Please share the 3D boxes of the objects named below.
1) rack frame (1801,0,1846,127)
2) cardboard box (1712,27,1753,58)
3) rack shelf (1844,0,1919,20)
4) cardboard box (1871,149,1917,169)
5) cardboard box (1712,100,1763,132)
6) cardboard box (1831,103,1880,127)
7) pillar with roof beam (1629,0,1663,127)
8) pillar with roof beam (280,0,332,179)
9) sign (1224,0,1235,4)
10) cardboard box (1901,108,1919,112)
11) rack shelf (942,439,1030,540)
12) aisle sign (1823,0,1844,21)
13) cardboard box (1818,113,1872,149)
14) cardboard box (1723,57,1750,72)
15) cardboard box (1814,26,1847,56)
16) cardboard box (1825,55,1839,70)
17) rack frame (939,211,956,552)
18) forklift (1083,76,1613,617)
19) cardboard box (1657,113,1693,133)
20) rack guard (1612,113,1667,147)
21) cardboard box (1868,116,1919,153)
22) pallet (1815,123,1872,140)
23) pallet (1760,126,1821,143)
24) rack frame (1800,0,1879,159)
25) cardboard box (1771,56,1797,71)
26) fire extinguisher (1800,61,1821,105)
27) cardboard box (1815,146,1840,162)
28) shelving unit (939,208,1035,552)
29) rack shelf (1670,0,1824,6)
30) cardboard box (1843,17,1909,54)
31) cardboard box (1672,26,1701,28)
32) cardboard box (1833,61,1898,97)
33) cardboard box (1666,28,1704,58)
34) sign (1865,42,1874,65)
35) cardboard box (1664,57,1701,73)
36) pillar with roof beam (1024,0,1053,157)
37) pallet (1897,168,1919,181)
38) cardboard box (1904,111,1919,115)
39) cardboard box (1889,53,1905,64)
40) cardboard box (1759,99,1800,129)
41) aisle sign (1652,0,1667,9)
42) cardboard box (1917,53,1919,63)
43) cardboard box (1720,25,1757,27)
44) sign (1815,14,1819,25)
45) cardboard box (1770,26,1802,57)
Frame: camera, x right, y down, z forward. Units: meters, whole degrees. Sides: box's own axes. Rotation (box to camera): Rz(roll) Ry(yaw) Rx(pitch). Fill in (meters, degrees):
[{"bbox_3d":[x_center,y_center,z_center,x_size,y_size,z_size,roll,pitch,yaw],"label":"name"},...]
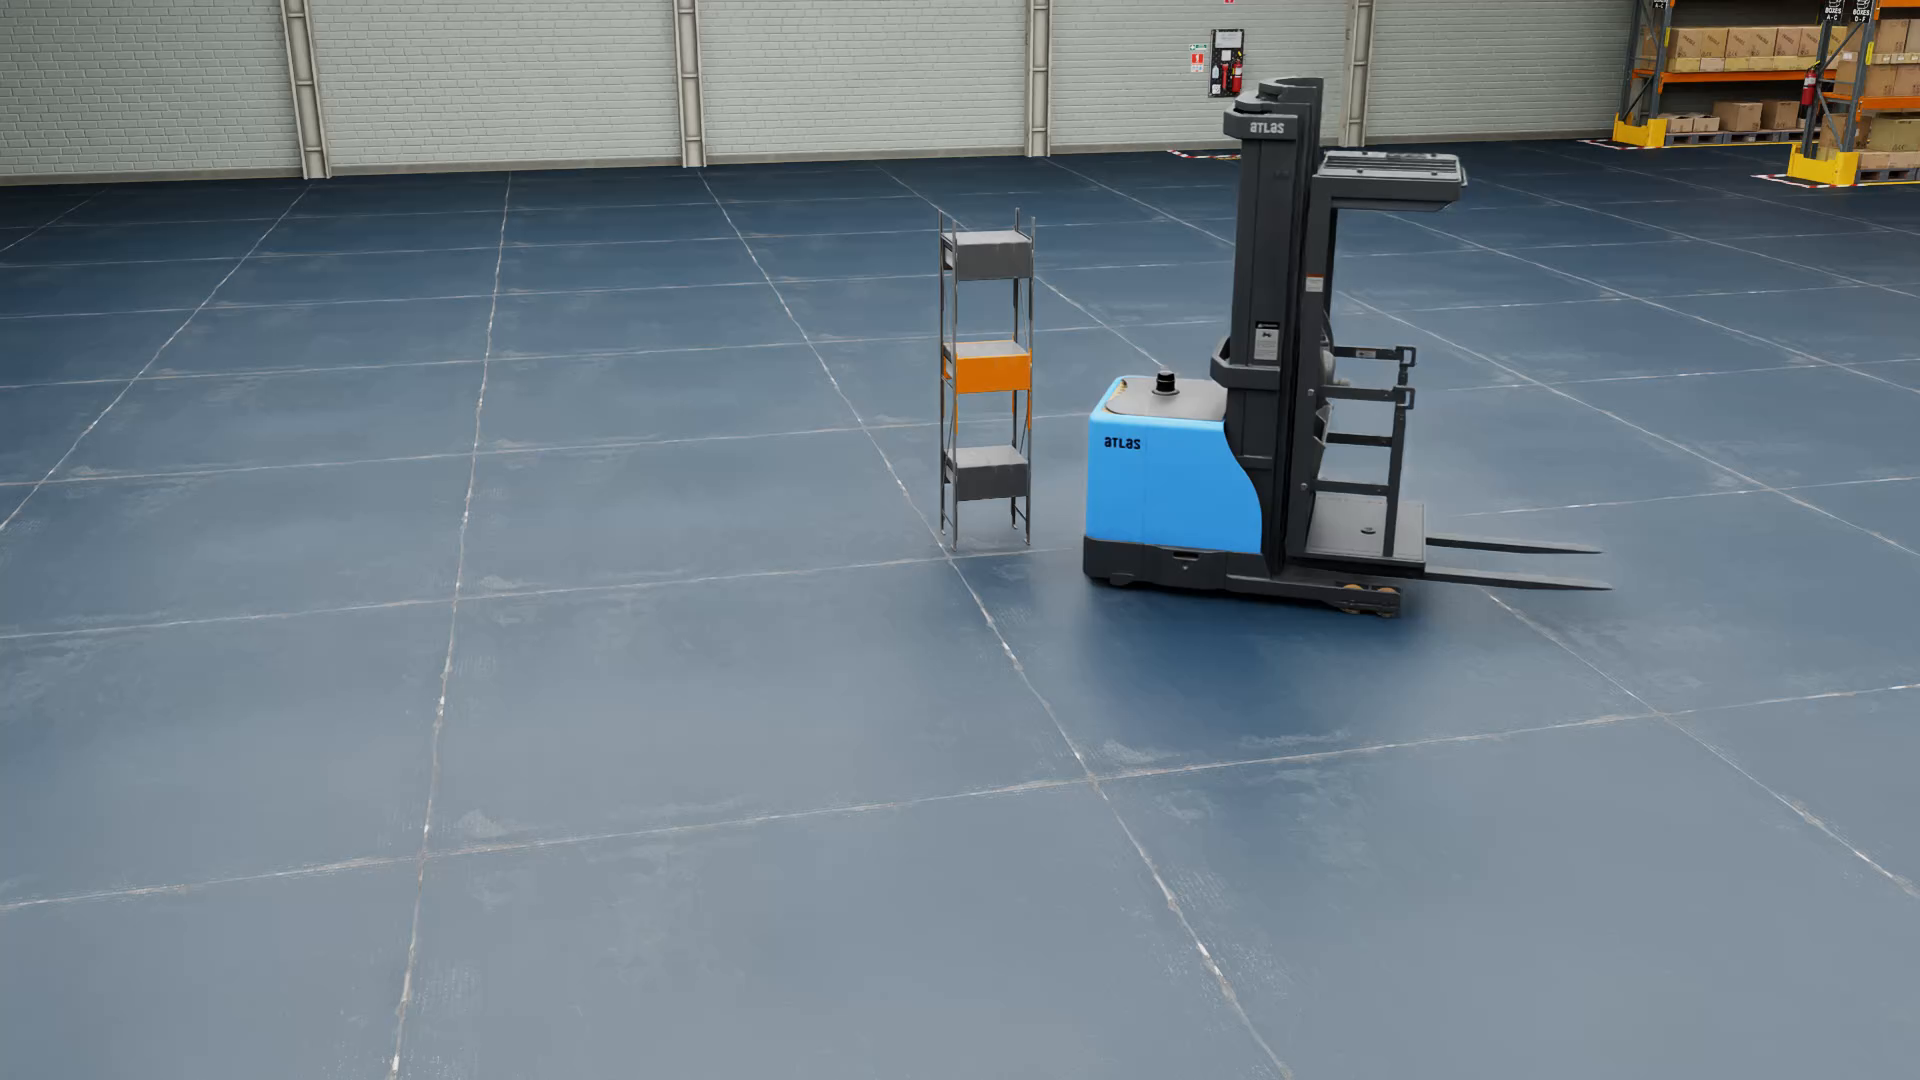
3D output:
[{"bbox_3d":[16.445,-9.111,31.325,0.127,3.000,1.000,-5,21,-12],"label":"rack frame"},{"bbox_3d":[14.074,-9.097,30.386,0.500,0.500,0.500,-5,21,-14],"label":"cardboard box"},{"bbox_3d":[15.642,-8.365,25.975,4.000,0.370,1.077,-5,21,-12],"label":"rack shelf"},{"bbox_3d":[14.755,-6.051,26.360,0.500,0.250,0.500,-5,21,-12],"label":"cardboard box"},{"bbox_3d":[14.527,-7.938,31.118,0.500,0.500,0.700,-6,21,-16],"label":"cardboard box"},{"bbox_3d":[17.158,-8.207,31.854,0.500,0.500,0.700,-4,20,-11],"label":"cardboard box"},{"bbox_3d":[14.025,-10.515,26.437,0.400,9.000,9.100,-5,21,-12],"label":"pillar with roof beam"},{"bbox_3d":[-9.331,-8.615,21.251,0.400,9.000,9.100,-5,21,-12],"label":"pillar with roof beam"},{"bbox_3d":[4.751,-9.603,29.298,0.199,0.298,0.001,-5,21,-12],"label":"sign"},{"bbox_3d":[18.155,-8.292,32.085,0.500,0.500,0.700,-4,21,-12],"label":"cardboard box"},{"bbox_3d":[0.161,-0.329,10.735,0.480,0.518,0.431,-5,21,-12],"label":"rack shelf"},{"bbox_3d":[13.565,-8.450,25.742,0.004,0.787,0.394,-5,21,-12],"label":"aisle sign"},{"bbox_3d":[14.150,-6.537,26.595,0.500,0.500,0.500,-5,21,-12],"label":"cardboard box"},{"bbox_3d":[14.100,-8.750,30.528,0.500,0.250,0.500,-5,21,-13],"label":"cardboard box"},{"bbox_3d":[16.056,-9.261,30.834,0.500,0.500,0.500,-5,21,-13],"label":"cardboard box"},{"bbox_3d":[16.054,-8.911,30.968,0.500,0.250,0.500,-5,21,-12],"label":"cardboard box"},{"bbox_3d":[-0.076,-0.980,10.436,0.015,2.100,0.400,-5,21,-12],"label":"rack frame"},{"bbox_3d":[2.319,-1.135,9.653,3.031,2.935,1.130,5,21,14],"label":"forklift"},{"bbox_3d":[13.247,-7.763,30.915,0.500,0.311,0.500,-7,21,-19],"label":"cardboard box"},{"bbox_3d":[12.627,-7.626,30.907,0.348,0.500,1.175,-5,21,-12],"label":"rack guard"},{"bbox_3d":[14.755,-6.403,26.229,0.500,0.500,0.500,-5,21,-12],"label":"cardboard box"},{"bbox_3d":[17.203,-7.864,31.974,1.213,0.211,1.003,-5,21,-12],"label":"pallet"},{"bbox_3d":[15.800,-7.736,31.627,1.213,0.211,1.003,-5,21,-12],"label":"pallet"},{"bbox_3d":[13.696,-7.136,25.935,0.127,3.000,1.000,-5,21,-12],"label":"rack frame"},{"bbox_3d":[15.081,-8.829,30.745,0.500,0.250,0.500,-5,21,-13],"label":"cardboard box"},{"bbox_3d":[13.474,-7.246,26.347,0.183,0.674,0.296,-5,21,-12],"label":"fire extinguisher"},{"bbox_3d":[14.150,-6.184,26.722,0.500,0.250,0.500,-5,21,-12],"label":"cardboard box"},{"bbox_3d":[0.161,-0.999,10.489,0.503,2.100,0.431,-5,21,-12],"label":"shelving unit"},{"bbox_3d":[14.499,-10.023,30.501,4.000,0.370,1.077,-5,21,-12],"label":"rack shelf"},{"bbox_3d":[14.205,-7.829,25.795,0.500,0.500,0.700,-5,21,-12],"label":"cardboard box"},{"bbox_3d":[13.455,-9.230,30.750,0.500,0.500,0.500,-4,21,-12],"label":"cardboard box"},{"bbox_3d":[14.153,-7.216,26.007,0.500,0.500,0.700,-5,21,-12],"label":"cardboard box"},{"bbox_3d":[13.086,-9.022,30.183,0.500,0.500,0.500,-5,21,-12],"label":"cardboard box"},{"bbox_3d":[13.818,-7.394,25.264,0.005,0.325,0.100,-5,21,-12],"label":"sign"},{"bbox_3d":[13.101,-8.665,30.299,0.500,0.250,0.500,-5,21,-14],"label":"cardboard box"},{"bbox_3d":[2.347,-9.565,23.844,0.400,9.000,9.100,-5,21,-12],"label":"pillar with roof beam"},{"bbox_3d":[15.616,-5.997,26.879,1.213,0.211,1.003,-5,21,-12],"label":"pallet"},{"bbox_3d":[15.606,-6.660,26.931,0.500,0.500,0.500,-5,21,-12],"label":"cardboard box"},{"bbox_3d":[14.384,-7.469,25.754,0.250,0.149,0.380,-5,21,-14],"label":"cardboard box"},{"bbox_3d":[15.444,-8.048,31.419,0.500,0.500,0.500,-6,21,-17],"label":"cardboard box"},{"bbox_3d":[12.552,-9.909,29.724,0.004,0.787,0.394,-5,21,-12],"label":"aisle sign"},{"bbox_3d":[14.873,-7.507,25.859,0.250,0.149,0.380,-5,21,-13],"label":"cardboard box"},{"bbox_3d":[14.447,-9.312,30.975,0.500,0.500,0.500,-4,21,-12],"label":"cardboard box"},{"bbox_3d":[16.314,-9.840,31.632,0.005,0.325,0.100,-5,21,-12],"label":"sign"},{"bbox_3d":[15.079,-9.183,30.622,0.500,0.500,0.500,-5,21,-14],"label":"cardboard box"}]
